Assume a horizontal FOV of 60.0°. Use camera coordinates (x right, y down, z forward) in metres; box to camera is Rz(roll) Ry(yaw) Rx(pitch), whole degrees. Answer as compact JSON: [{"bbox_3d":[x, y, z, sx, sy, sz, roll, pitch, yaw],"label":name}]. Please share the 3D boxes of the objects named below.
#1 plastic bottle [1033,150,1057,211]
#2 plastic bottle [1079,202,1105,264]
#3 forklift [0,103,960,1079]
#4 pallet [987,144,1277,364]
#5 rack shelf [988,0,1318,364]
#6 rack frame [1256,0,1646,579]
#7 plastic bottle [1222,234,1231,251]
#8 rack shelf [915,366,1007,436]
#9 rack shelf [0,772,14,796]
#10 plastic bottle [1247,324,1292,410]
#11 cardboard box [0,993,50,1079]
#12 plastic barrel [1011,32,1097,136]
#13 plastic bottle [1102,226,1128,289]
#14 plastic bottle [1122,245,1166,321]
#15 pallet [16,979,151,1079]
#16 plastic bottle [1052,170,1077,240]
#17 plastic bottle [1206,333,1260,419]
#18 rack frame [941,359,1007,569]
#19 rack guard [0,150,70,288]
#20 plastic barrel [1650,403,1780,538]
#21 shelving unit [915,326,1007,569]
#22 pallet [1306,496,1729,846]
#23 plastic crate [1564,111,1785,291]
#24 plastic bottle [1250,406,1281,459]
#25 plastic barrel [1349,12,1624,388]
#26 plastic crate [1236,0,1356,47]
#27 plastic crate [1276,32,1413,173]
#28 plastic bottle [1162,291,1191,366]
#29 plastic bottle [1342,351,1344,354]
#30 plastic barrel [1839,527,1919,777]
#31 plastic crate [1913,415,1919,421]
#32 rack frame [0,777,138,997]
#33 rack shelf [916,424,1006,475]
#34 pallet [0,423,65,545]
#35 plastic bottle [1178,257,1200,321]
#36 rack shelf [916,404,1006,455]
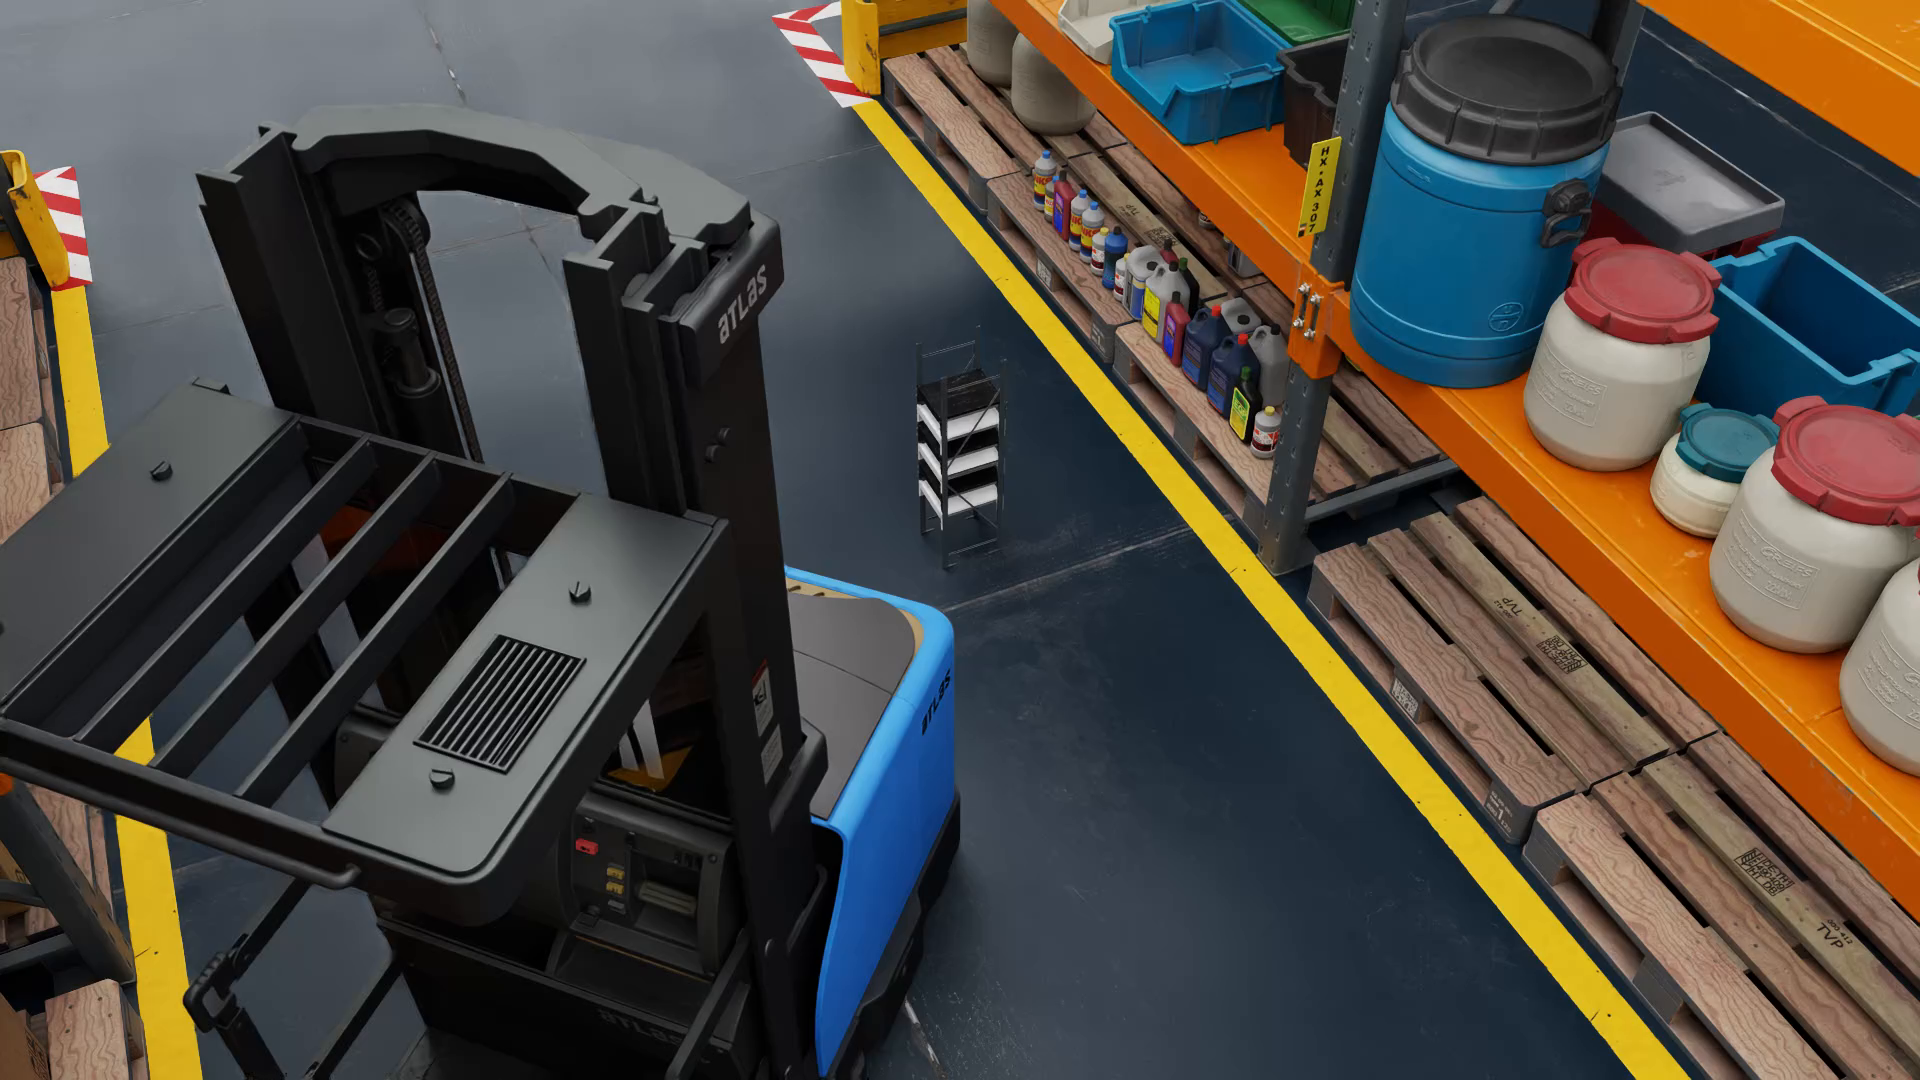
[{"bbox_3d":[0.378,-1.599,7.364,0.097,0.271,0.097,0,45,0],"label":"plastic bottle"},{"bbox_3d":[0.564,-1.316,7.078,0.097,0.271,0.097,0,45,0],"label":"plastic bottle"},{"bbox_3d":[-0.994,0.766,3.387,1.130,2.935,3.031,15,46,14],"label":"forklift"},{"bbox_3d":[0.819,-1.338,7.456,1.003,0.211,1.213,-18,47,-17],"label":"pallet"},{"bbox_3d":[0.739,-2.130,6.785,1.077,0.370,4.000,-18,47,-17],"label":"rack shelf"},{"bbox_3d":[1.580,-1.112,5.241,1.000,3.000,0.127,-18,47,-17],"label":"rack frame"},{"bbox_3d":[1.190,-1.355,7.167,0.097,0.201,0.097,0,45,0],"label":"plastic bottle"},{"bbox_3d":[0.003,-0.484,5.762,0.258,0.077,0.200,-18,47,-17],"label":"rack shelf"},{"bbox_3d":[-2.073,1.882,2.719,1.077,0.370,4.000,-18,47,-17],"label":"rack shelf"},{"bbox_3d":[1.178,-0.693,6.390,0.144,0.351,0.185,-18,47,-17],"label":"plastic bottle"},{"bbox_3d":[-2.675,1.482,4.079,0.700,0.500,0.500,-22,49,-20],"label":"cardboard box"},{"bbox_3d":[0.455,-2.208,7.825,0.421,0.512,0.421,0,45,0],"label":"plastic barrel"},{"bbox_3d":[0.649,-1.187,6.947,0.097,0.271,0.097,0,45,0],"label":"plastic bottle"},{"bbox_3d":[0.766,-1.057,6.811,0.152,0.276,0.135,-17,47,-17],"label":"plastic bottle"},{"bbox_3d":[-2.585,1.839,4.235,1.003,0.211,1.213,-18,47,-17],"label":"pallet"},{"bbox_3d":[0.456,-1.453,7.208,0.061,0.283,0.133,-17,47,-17],"label":"plastic bottle"},{"bbox_3d":[1.048,-0.651,6.346,0.144,0.351,0.185,-19,48,-18],"label":"plastic bottle"},{"bbox_3d":[0.046,-0.250,5.863,0.240,0.900,0.006,-18,47,-17],"label":"rack frame"},{"bbox_3d":[-4.564,-1.260,7.171,1.175,0.500,0.348,-18,47,-17],"label":"rack guard"},{"bbox_3d":[1.997,-0.174,4.389,0.301,0.262,0.301,0,45,0],"label":"plastic barrel"},{"bbox_3d":[0.003,-0.315,5.929,0.258,0.900,0.210,-18,47,-17],"label":"shelving unit"},{"bbox_3d":[1.945,0.370,5.725,1.003,0.211,1.213,-18,47,-17],"label":"pallet"},{"bbox_3d":[2.061,-0.916,4.997,0.402,0.464,0.583,-18,47,-17],"label":"plastic crate"},{"bbox_3d":[1.145,-0.411,6.210,0.097,0.201,0.097,0,45,0],"label":"plastic bottle"},{"bbox_3d":[1.468,-0.954,4.725,0.600,0.901,0.708,-18,47,-17],"label":"plastic barrel"},{"bbox_3d":[1.265,-1.985,6.276,0.450,0.188,0.662,-18,47,-17],"label":"plastic crate"},{"bbox_3d":[1.475,-1.461,5.639,0.767,0.338,0.504,-18,47,-17],"label":"plastic crate"},{"bbox_3d":[0.861,-0.840,6.587,0.061,0.283,0.133,-15,47,-15],"label":"plastic bottle"},{"bbox_3d":[1.486,-0.920,6.619,0.144,0.351,0.185,-18,47,-17],"label":"plastic bottle"},{"bbox_3d":[2.274,0.258,3.756,0.433,0.535,0.433,0,45,0],"label":"plastic barrel"},{"bbox_3d":[2.568,-0.010,4.275,0.450,0.188,0.662,-18,47,-17],"label":"plastic crate"},{"bbox_3d":[-2.914,0.351,3.758,1.000,3.000,0.127,-18,47,-17],"label":"rack frame"},{"bbox_3d":[0.003,-0.355,5.889,0.258,0.077,0.200,-18,47,-17],"label":"rack shelf"},{"bbox_3d":[-3.745,0.148,5.950,1.003,0.211,1.213,-18,47,-17],"label":"pallet"},{"bbox_3d":[0.913,-1.001,6.750,0.061,0.283,0.133,-18,47,-17],"label":"plastic bottle"},{"bbox_3d":[0.003,-0.420,5.826,0.258,0.077,0.200,-18,47,-17],"label":"rack shelf"}]
